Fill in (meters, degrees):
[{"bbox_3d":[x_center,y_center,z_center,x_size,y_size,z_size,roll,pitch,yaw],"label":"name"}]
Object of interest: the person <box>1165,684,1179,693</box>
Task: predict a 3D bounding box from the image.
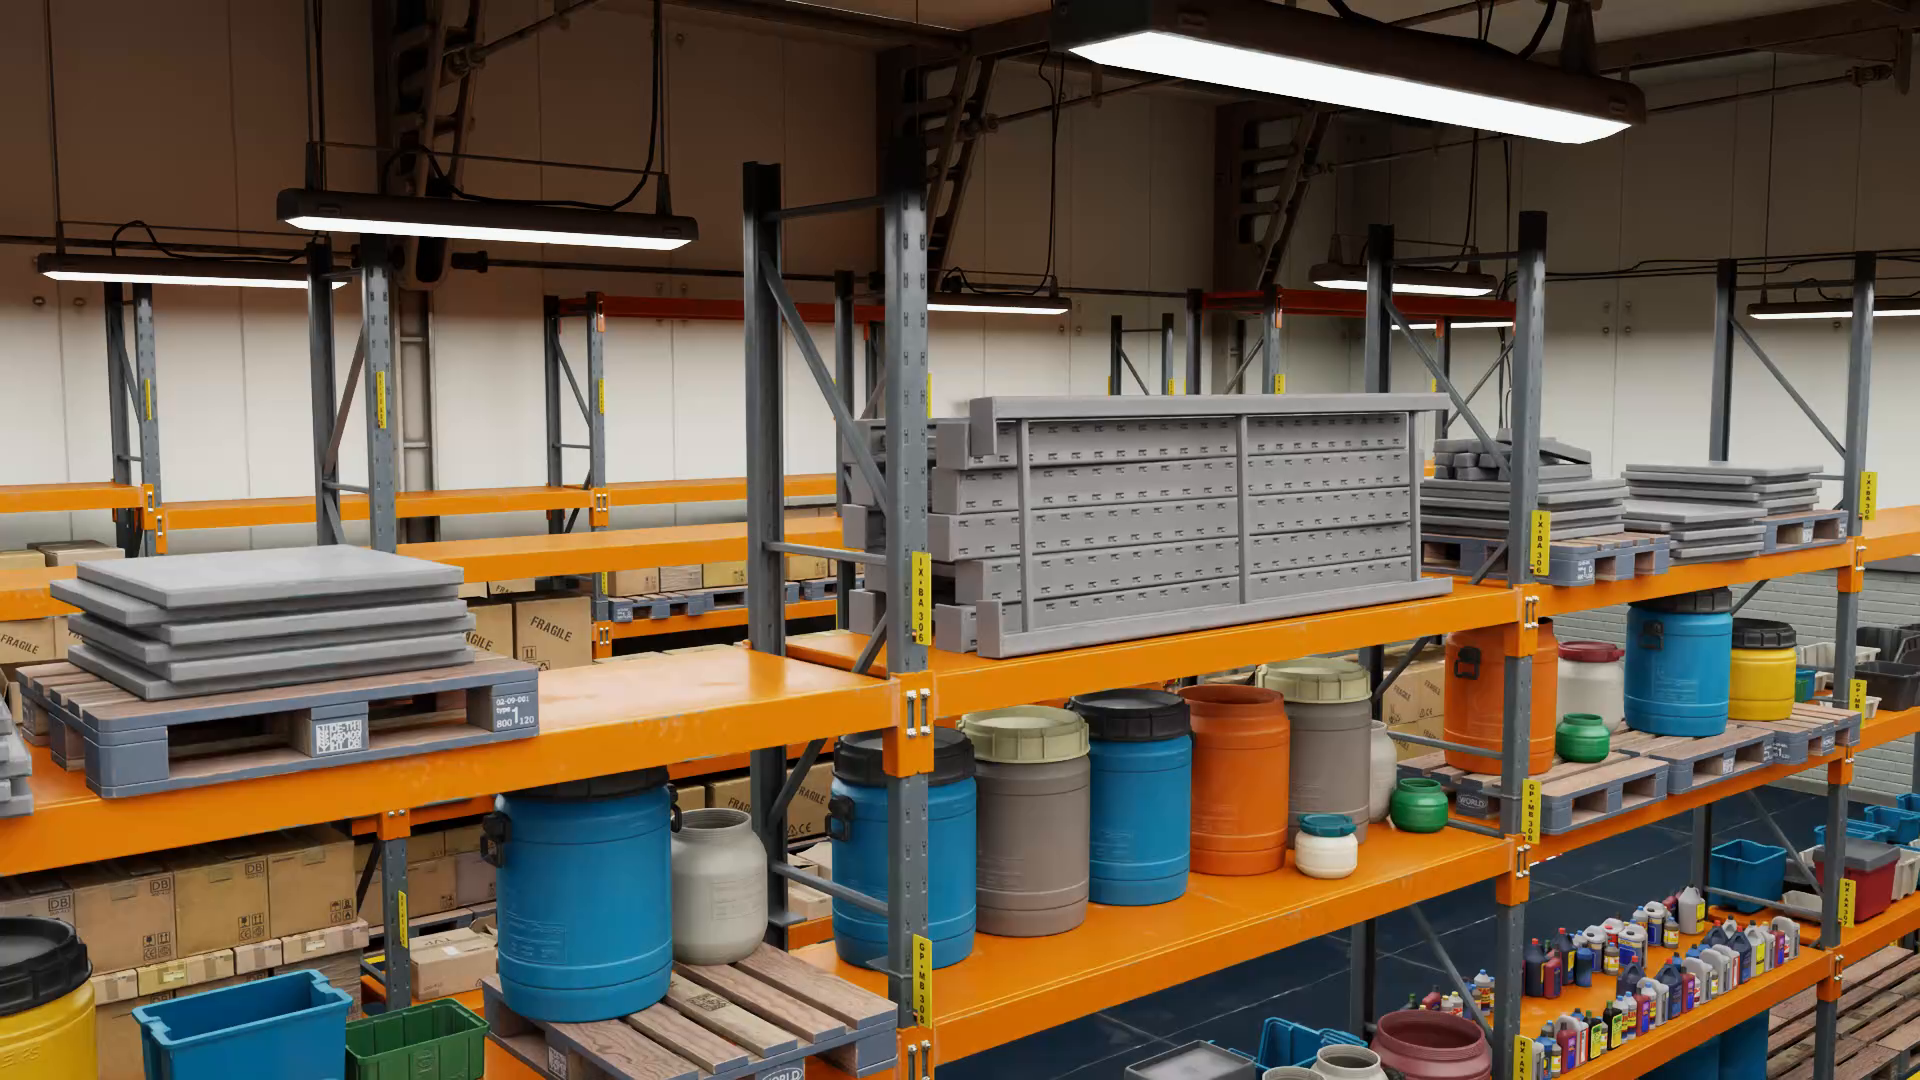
[{"bbox_3d":[2.586,2.463,19.610,0.574,1.583,0.842,5,7,41],"label":"person"}]
